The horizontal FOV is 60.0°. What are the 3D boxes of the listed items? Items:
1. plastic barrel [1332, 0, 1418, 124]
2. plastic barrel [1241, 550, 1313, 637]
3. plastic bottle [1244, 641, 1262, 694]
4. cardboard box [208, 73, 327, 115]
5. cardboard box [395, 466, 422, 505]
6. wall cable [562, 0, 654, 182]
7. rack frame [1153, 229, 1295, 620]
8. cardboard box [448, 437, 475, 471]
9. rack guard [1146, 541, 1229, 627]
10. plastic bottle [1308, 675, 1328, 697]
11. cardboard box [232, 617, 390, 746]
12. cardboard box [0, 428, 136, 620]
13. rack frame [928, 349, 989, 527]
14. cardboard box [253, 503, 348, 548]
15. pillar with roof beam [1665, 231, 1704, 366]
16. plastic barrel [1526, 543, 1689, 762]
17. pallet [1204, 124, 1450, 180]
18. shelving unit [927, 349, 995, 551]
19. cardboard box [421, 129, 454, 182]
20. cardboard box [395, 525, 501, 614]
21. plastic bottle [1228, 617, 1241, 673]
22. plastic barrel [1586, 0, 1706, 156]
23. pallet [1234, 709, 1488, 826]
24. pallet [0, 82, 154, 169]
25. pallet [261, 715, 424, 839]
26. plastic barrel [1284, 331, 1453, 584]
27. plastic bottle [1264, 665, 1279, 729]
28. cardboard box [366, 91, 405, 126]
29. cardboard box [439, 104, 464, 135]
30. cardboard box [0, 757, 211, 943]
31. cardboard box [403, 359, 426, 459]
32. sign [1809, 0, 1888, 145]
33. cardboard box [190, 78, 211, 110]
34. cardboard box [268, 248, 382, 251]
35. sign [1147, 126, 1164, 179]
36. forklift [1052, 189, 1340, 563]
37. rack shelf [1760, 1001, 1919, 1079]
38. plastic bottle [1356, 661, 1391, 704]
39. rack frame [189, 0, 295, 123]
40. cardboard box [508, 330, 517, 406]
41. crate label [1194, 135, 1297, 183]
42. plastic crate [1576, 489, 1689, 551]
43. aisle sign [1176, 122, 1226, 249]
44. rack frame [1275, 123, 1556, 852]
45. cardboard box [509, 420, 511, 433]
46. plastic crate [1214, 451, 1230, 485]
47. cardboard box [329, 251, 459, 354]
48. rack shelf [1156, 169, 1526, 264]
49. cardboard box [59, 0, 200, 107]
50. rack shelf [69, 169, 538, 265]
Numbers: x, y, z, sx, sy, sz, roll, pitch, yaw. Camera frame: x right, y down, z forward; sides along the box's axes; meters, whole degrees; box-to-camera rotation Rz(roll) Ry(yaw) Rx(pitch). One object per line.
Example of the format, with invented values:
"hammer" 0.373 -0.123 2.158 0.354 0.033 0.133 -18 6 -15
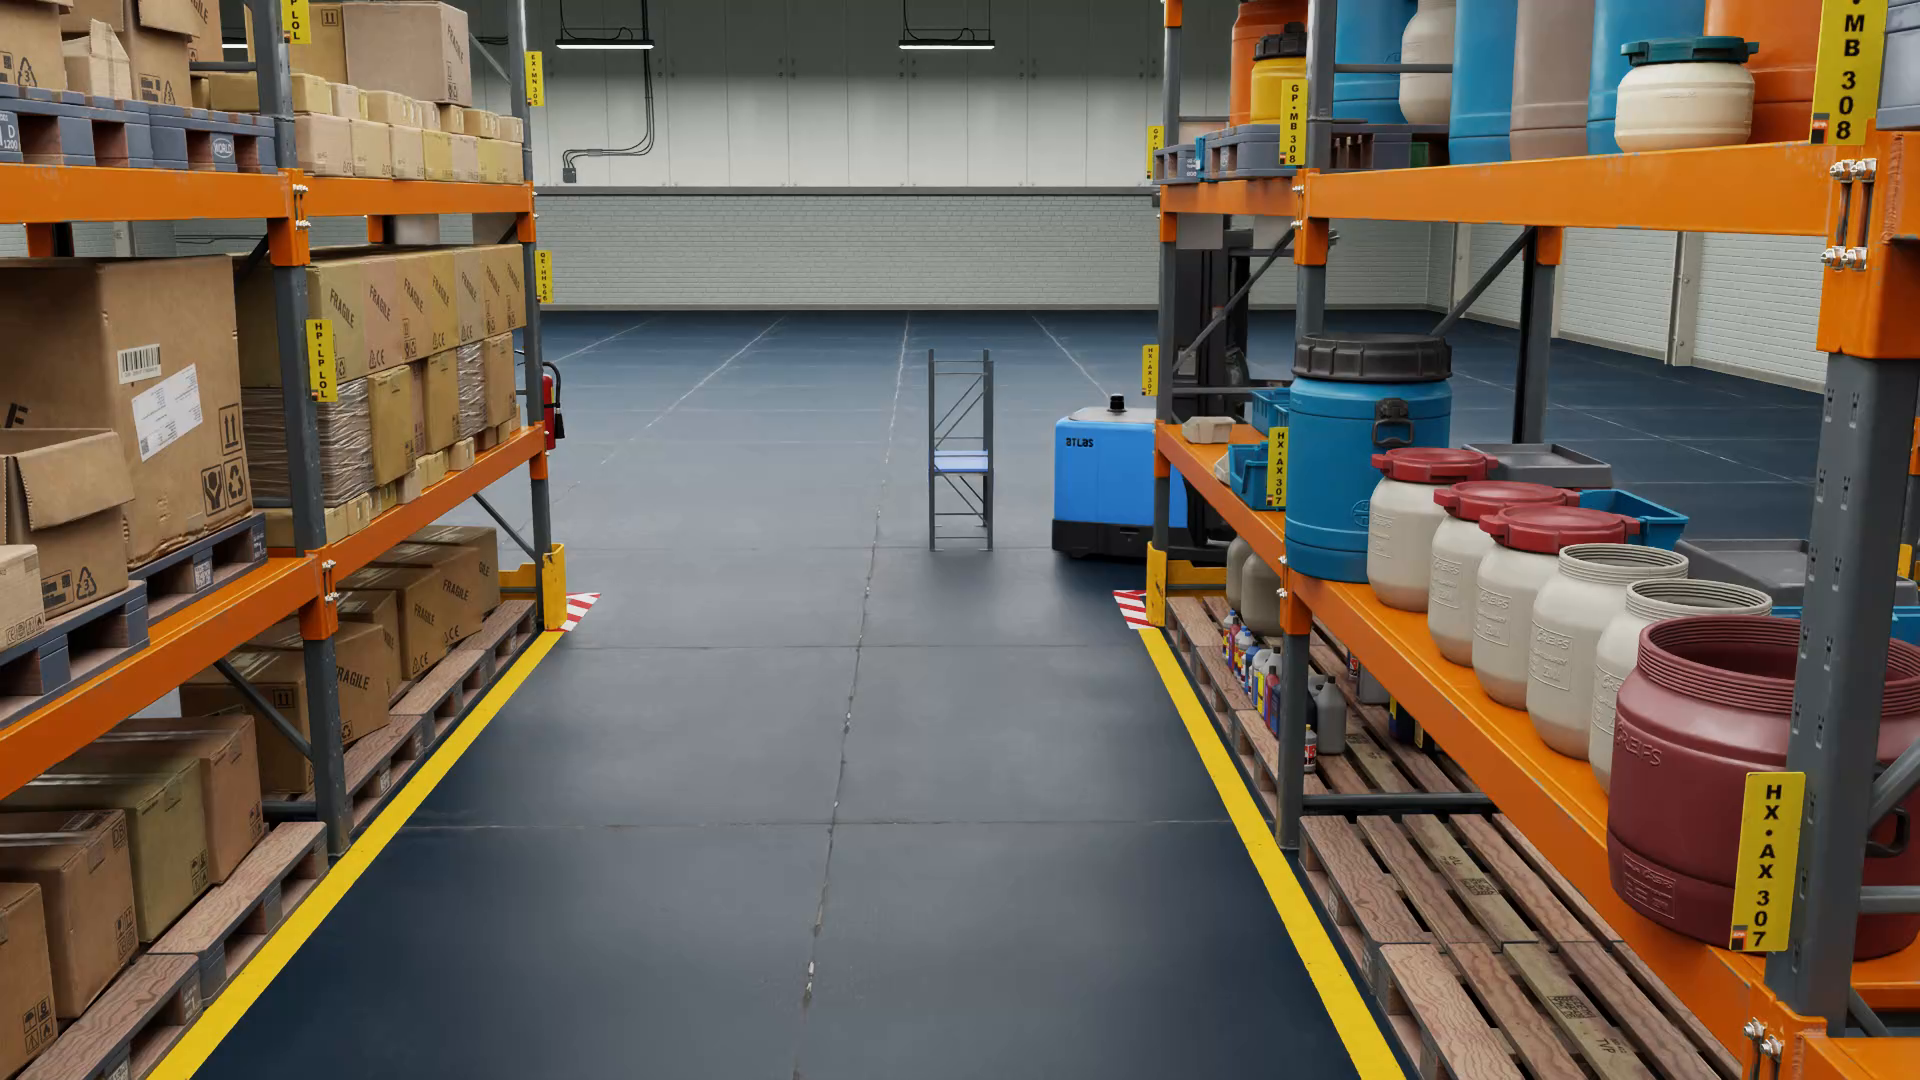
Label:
"plastic barrel" 1.944 -2.283 7.406 0.600 0.901 0.708 0 11 -1
"plastic barrel" 1.875 0.286 9.808 0.421 0.512 0.421 0 11 0
"plastic bottle" 1.514 0.653 8.550 0.097 0.271 0.097 0 11 0
"cardboard box" -2.793 -1.800 6.719 0.380 0.149 0.250 -1 11 -3
"cardboard box" -2.802 -0.262 7.940 0.380 0.149 0.250 0 11 -1
"wall cable" -8.801 -11.931 41.182 2.305 6.003 0.169 0 11 -1
"rack frame" 1.775 -0.958 10.737 1.000 3.000 0.127 0 11 -1
"cardboard box" -2.829 -0.461 8.919 0.380 0.149 0.250 0 11 -1
"rack guard" 1.824 0.282 10.912 1.175 0.500 0.348 0 11 -1
"plastic bottle" 1.700 0.786 7.886 0.152 0.276 0.135 0 11 -1
"cardboard box" -3.082 0.683 7.878 0.500 0.500 0.500 4 12 17
"cardboard box" -2.966 -0.055 4.969 0.797 0.503 0.637 1 12 5
"rack frame" -0.012 -0.853 13.992 0.500 1.500 0.032 0 11 -1
"cardboard box" -2.798 -0.063 6.959 0.380 0.149 0.250 0 11 -1
"pillar with roof beam" 7.883 -7.364 27.223 9.100 9.000 0.400 0 11 -1
"plastic barrel" 1.697 0.290 4.304 0.421 0.512 0.421 0 11 0
"pallet" 1.745 -1.683 7.244 1.213 0.211 1.003 0 11 -1
"shelving unit" -0.002 -0.752 13.494 0.538 1.500 1.048 0 11 -1
"cardboard box" -2.882 -1.938 8.402 0.500 0.250 0.500 0 11 -2
"cardboard box" -3.181 0.206 10.232 0.500 0.500 0.500 2 12 9
"plastic bottle" 1.487 0.564 8.959 0.061 0.283 0.133 0 11 0
"plastic barrel" 2.112 -1.518 4.694 0.600 0.901 0.708 0 11 -1
"pallet" 1.885 1.070 7.754 1.003 0.211 1.213 0 11 -1
"pallet" -3.163 -1.191 4.815 1.213 0.211 1.003 0 11 -1
"pallet" -3.143 1.091 7.652 1.003 0.211 1.213 0 11 -1
"plastic barrel" 1.563 -0.331 6.383 0.600 0.901 0.708 0 11 -1
"plastic bottle" 1.507 0.755 8.016 0.061 0.283 0.133 1 11 3
"cardboard box" -2.817 -2.009 7.747 0.380 0.149 0.250 0 11 -2
"cardboard box" -2.840 -2.217 8.773 0.380 0.149 0.250 -1 11 -4
"cardboard box" -3.112 1.084 5.853 0.700 0.500 0.500 0 11 -2
"cardboard box" -3.128 -0.626 8.099 0.875 0.500 0.500 0 11 -1
"sign" 1.390 -0.783 2.593 0.100 0.325 0.005 0 11 -1
"cardboard box" -3.304 -1.851 6.971 0.380 0.149 0.250 0 11 -1
"cardboard box" -3.423 -1.313 8.974 0.500 0.500 0.500 0 11 -1
"sign" 1.225 -2.431 10.431 0.100 0.325 0.005 0 11 -1
"forklift" 2.285 -1.292 12.558 3.031 2.935 1.130 4 12 18
"rack shelf" 1.982 1.382 1.011 1.077 0.370 4.000 0 11 -1
"plastic bottle" 2.096 0.678 8.418 0.152 0.276 0.135 0 11 -1
"rack frame" -3.094 -3.083 6.121 1.000 3.000 0.127 0 11 -1
"cardboard box" -3.193 -1.023 10.058 0.875 0.500 0.500 0 11 -1
"crate label" 1.483 -1.982 8.613 0.502 0.251 0.408 0 11 -1
"plastic crate" 2.191 0.063 5.745 0.392 0.384 0.575 0 11 -1
"aisle sign" 1.481 -2.245 10.543 0.394 0.787 0.004 0 11 -1
"rack frame" 1.858 -0.163 6.818 1.000 3.000 0.127 0 11 -1
"cardboard box" -2.960 -0.709 10.142 0.380 0.149 0.250 0 11 -1
"plastic crate" 1.571 -0.355 8.430 0.530 0.136 0.437 0 11 -1
"cardboard box" -2.892 -1.216 8.494 0.500 0.500 0.500 0 11 -1
"rack shelf" 1.816 -1.678 8.551 1.077 0.370 4.000 0 11 -1
"cardboard box" -3.184 -1.775 5.905 0.797 0.503 0.637 -1 11 -4
"rack shelf" -3.136 -1.658 8.451 1.077 0.370 4.000 0 11 -1
